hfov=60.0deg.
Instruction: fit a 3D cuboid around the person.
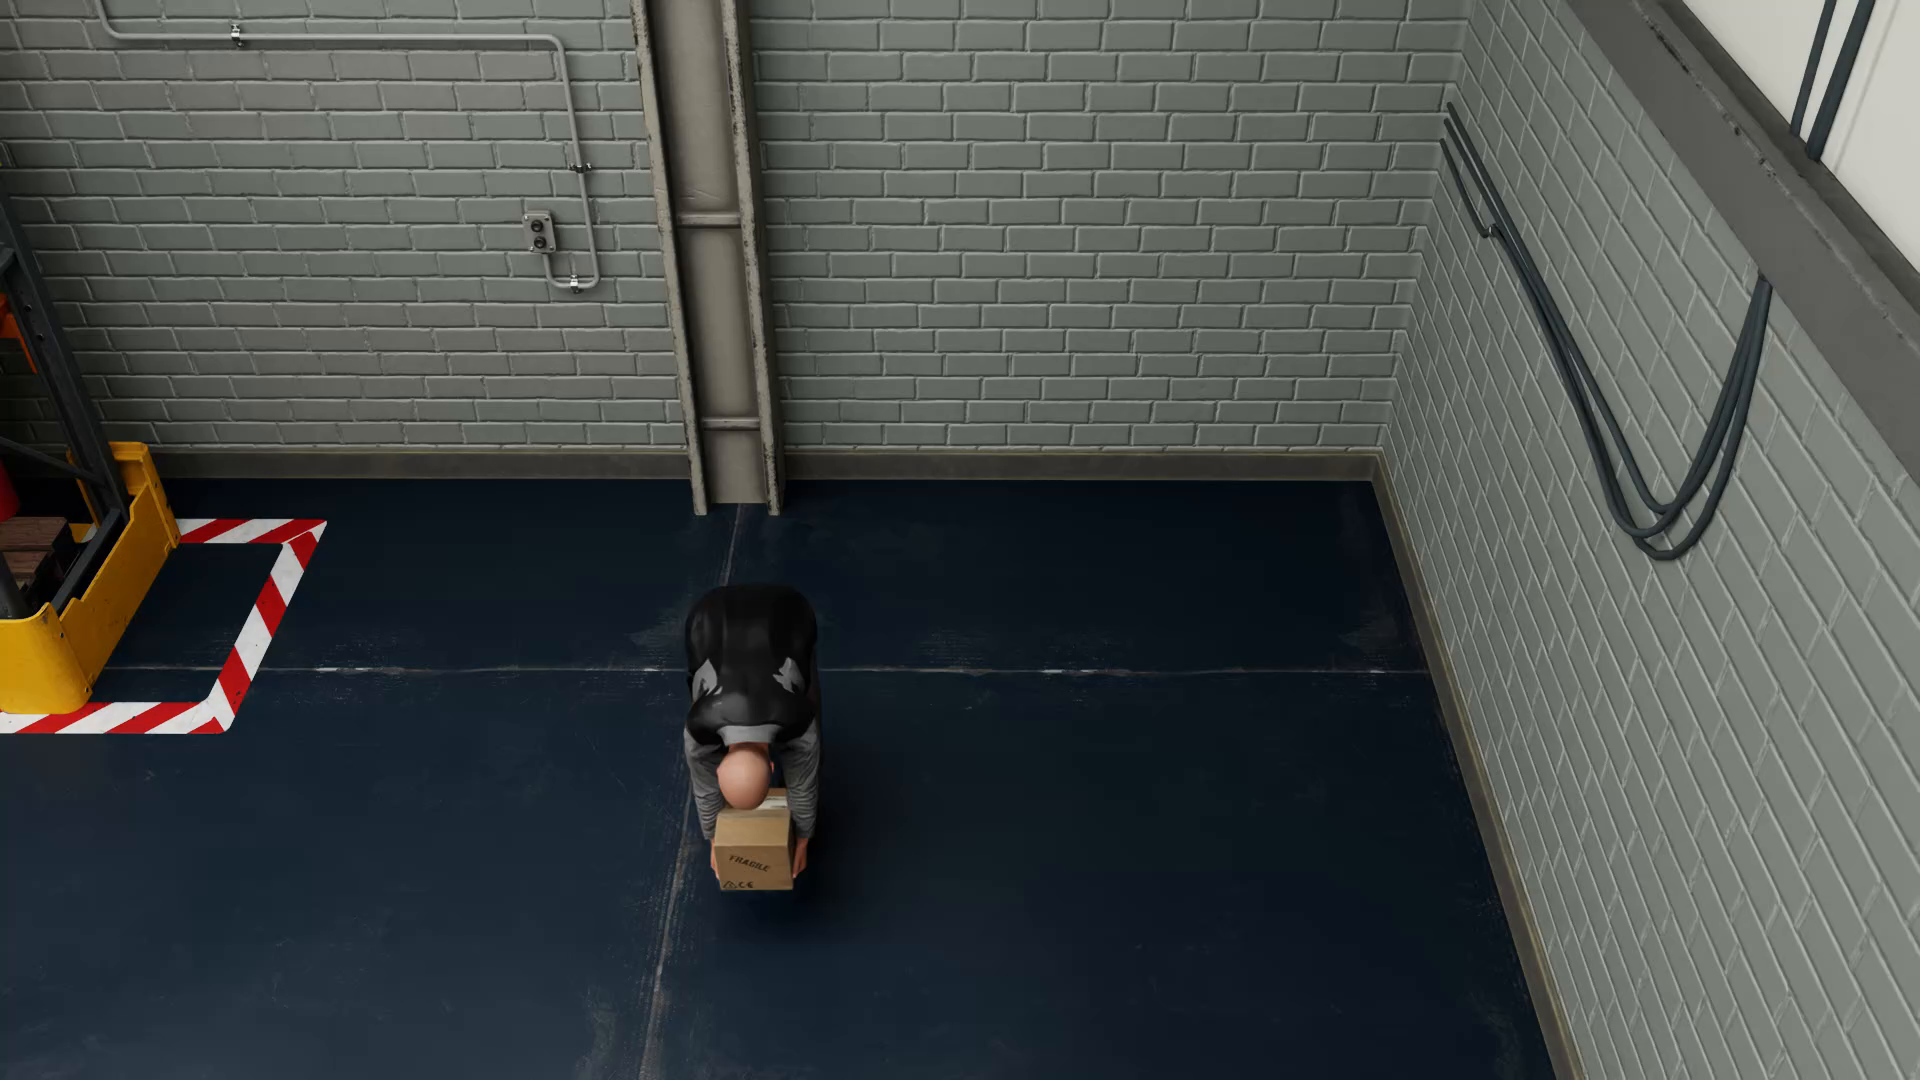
[{"bbox_3d":[-0.701,0.758,5.749,0.464,1.088,0.960,-1,39,-2],"label":"person"}]
